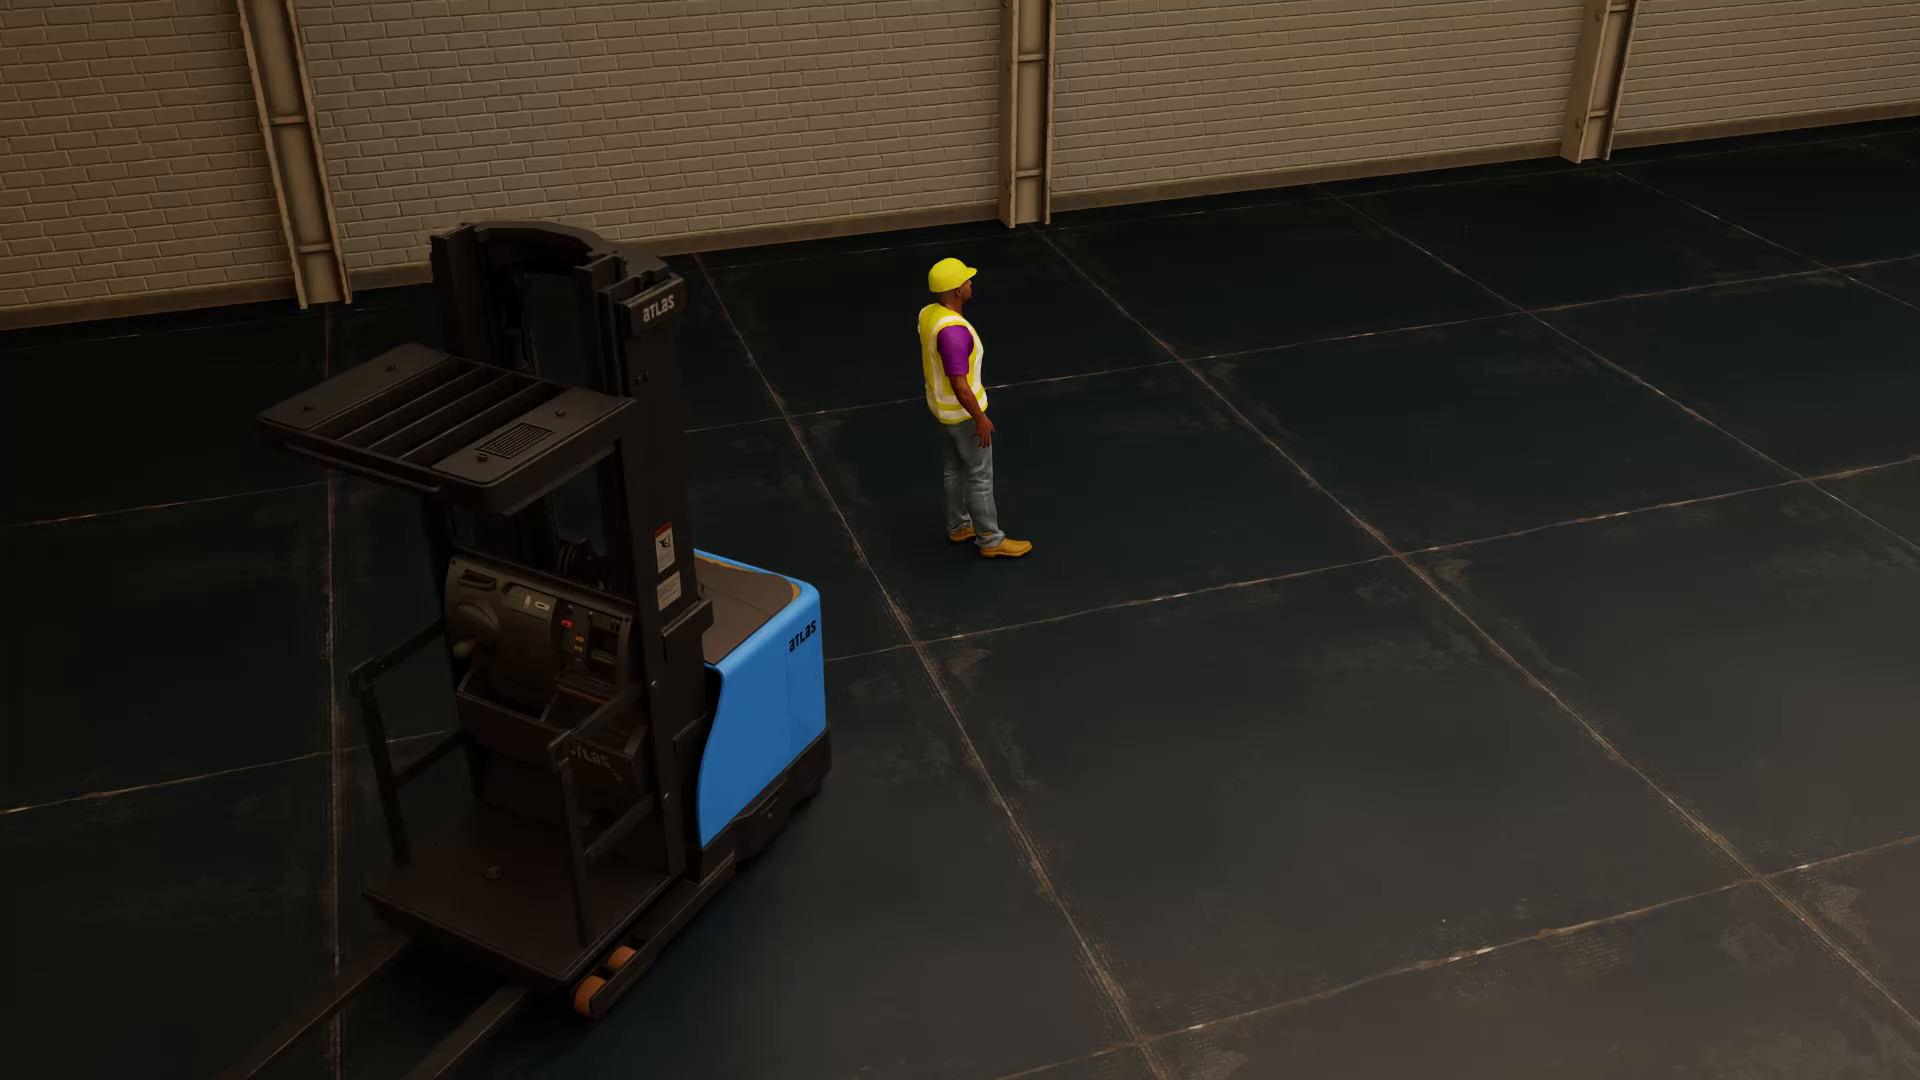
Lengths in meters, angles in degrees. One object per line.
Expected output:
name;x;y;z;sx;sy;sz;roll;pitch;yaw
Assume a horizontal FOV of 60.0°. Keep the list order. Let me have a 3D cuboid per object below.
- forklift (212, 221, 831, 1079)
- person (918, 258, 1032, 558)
forklift;-1.769;0.393;6.404;1.130;2.935;3.031;15;33;25
person;0.068;-0.780;9.596;0.577;1.765;0.665;-10;31;-16
